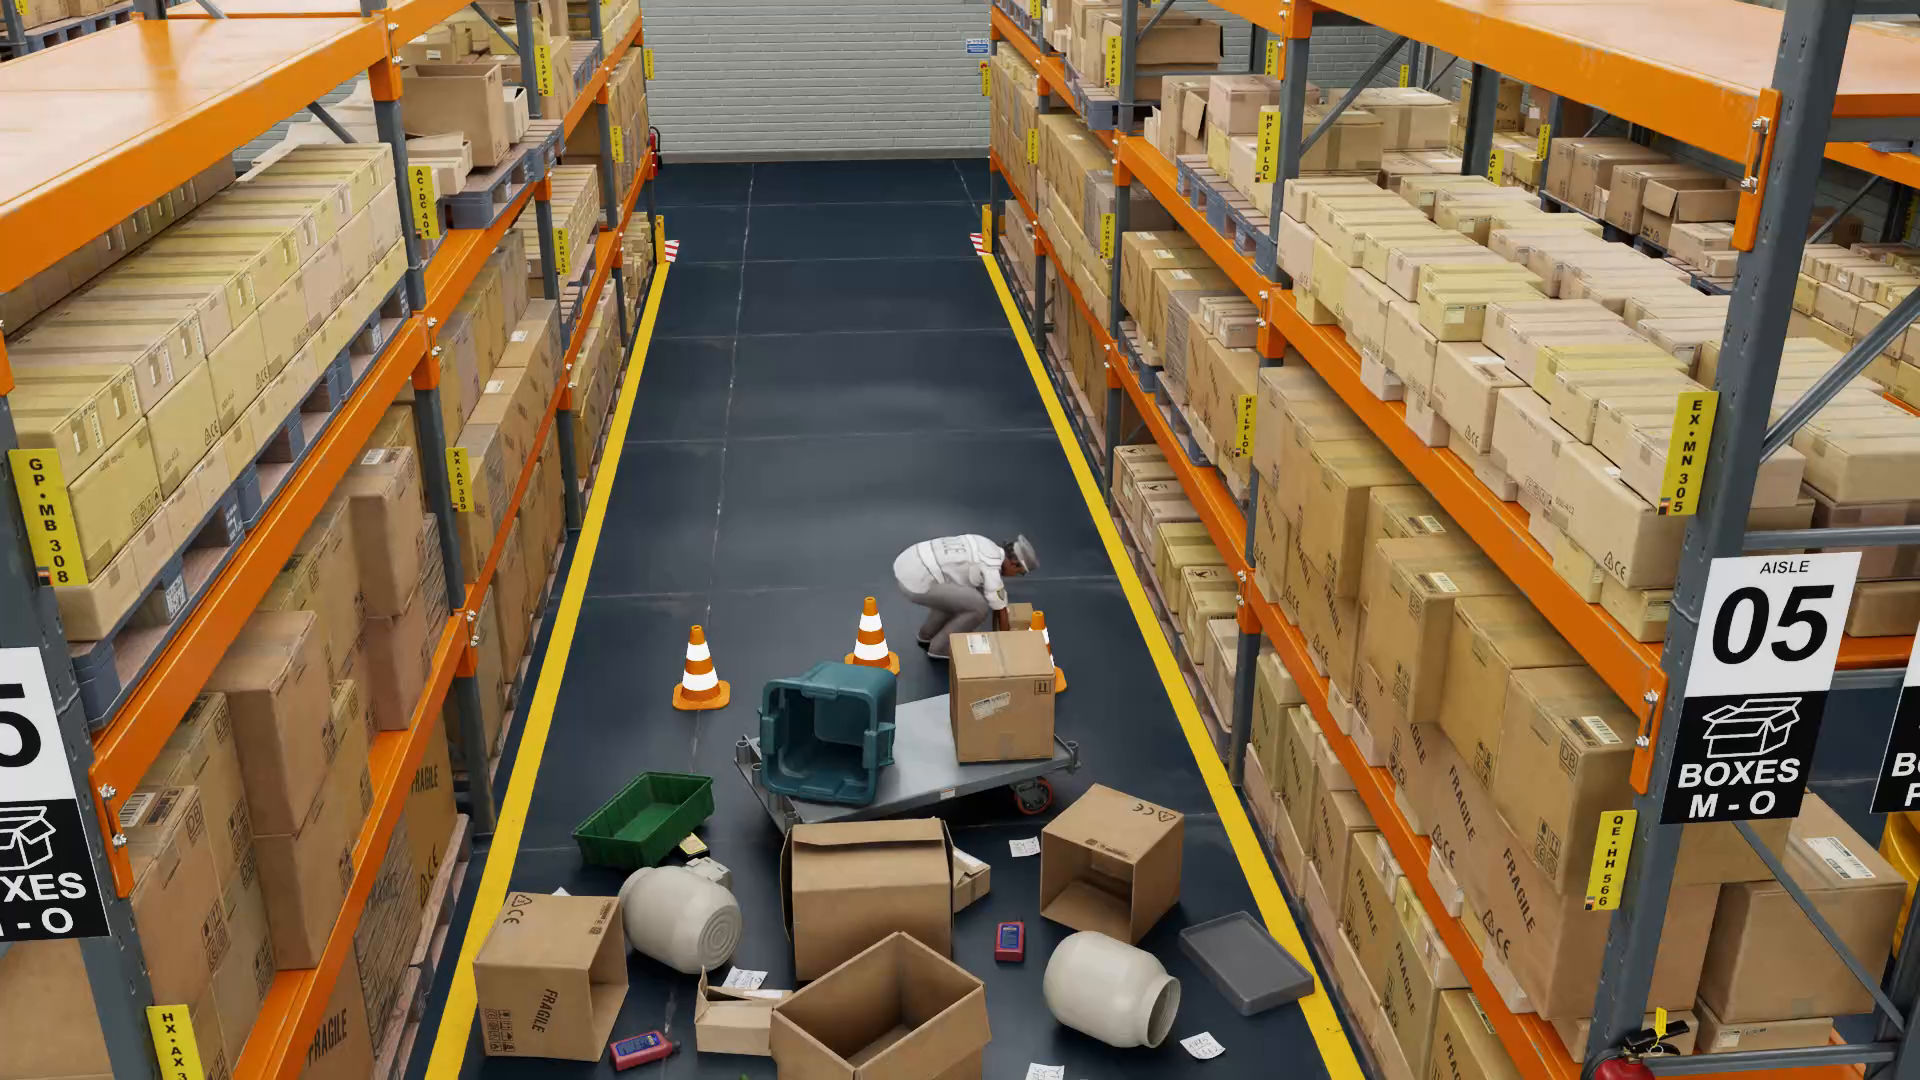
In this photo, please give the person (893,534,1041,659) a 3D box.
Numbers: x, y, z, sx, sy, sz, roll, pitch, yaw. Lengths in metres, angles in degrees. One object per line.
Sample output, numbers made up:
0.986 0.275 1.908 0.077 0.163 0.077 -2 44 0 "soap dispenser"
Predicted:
0.049 0.348 10.449 0.928 0.777 0.453 -3 24 -7 "person"
